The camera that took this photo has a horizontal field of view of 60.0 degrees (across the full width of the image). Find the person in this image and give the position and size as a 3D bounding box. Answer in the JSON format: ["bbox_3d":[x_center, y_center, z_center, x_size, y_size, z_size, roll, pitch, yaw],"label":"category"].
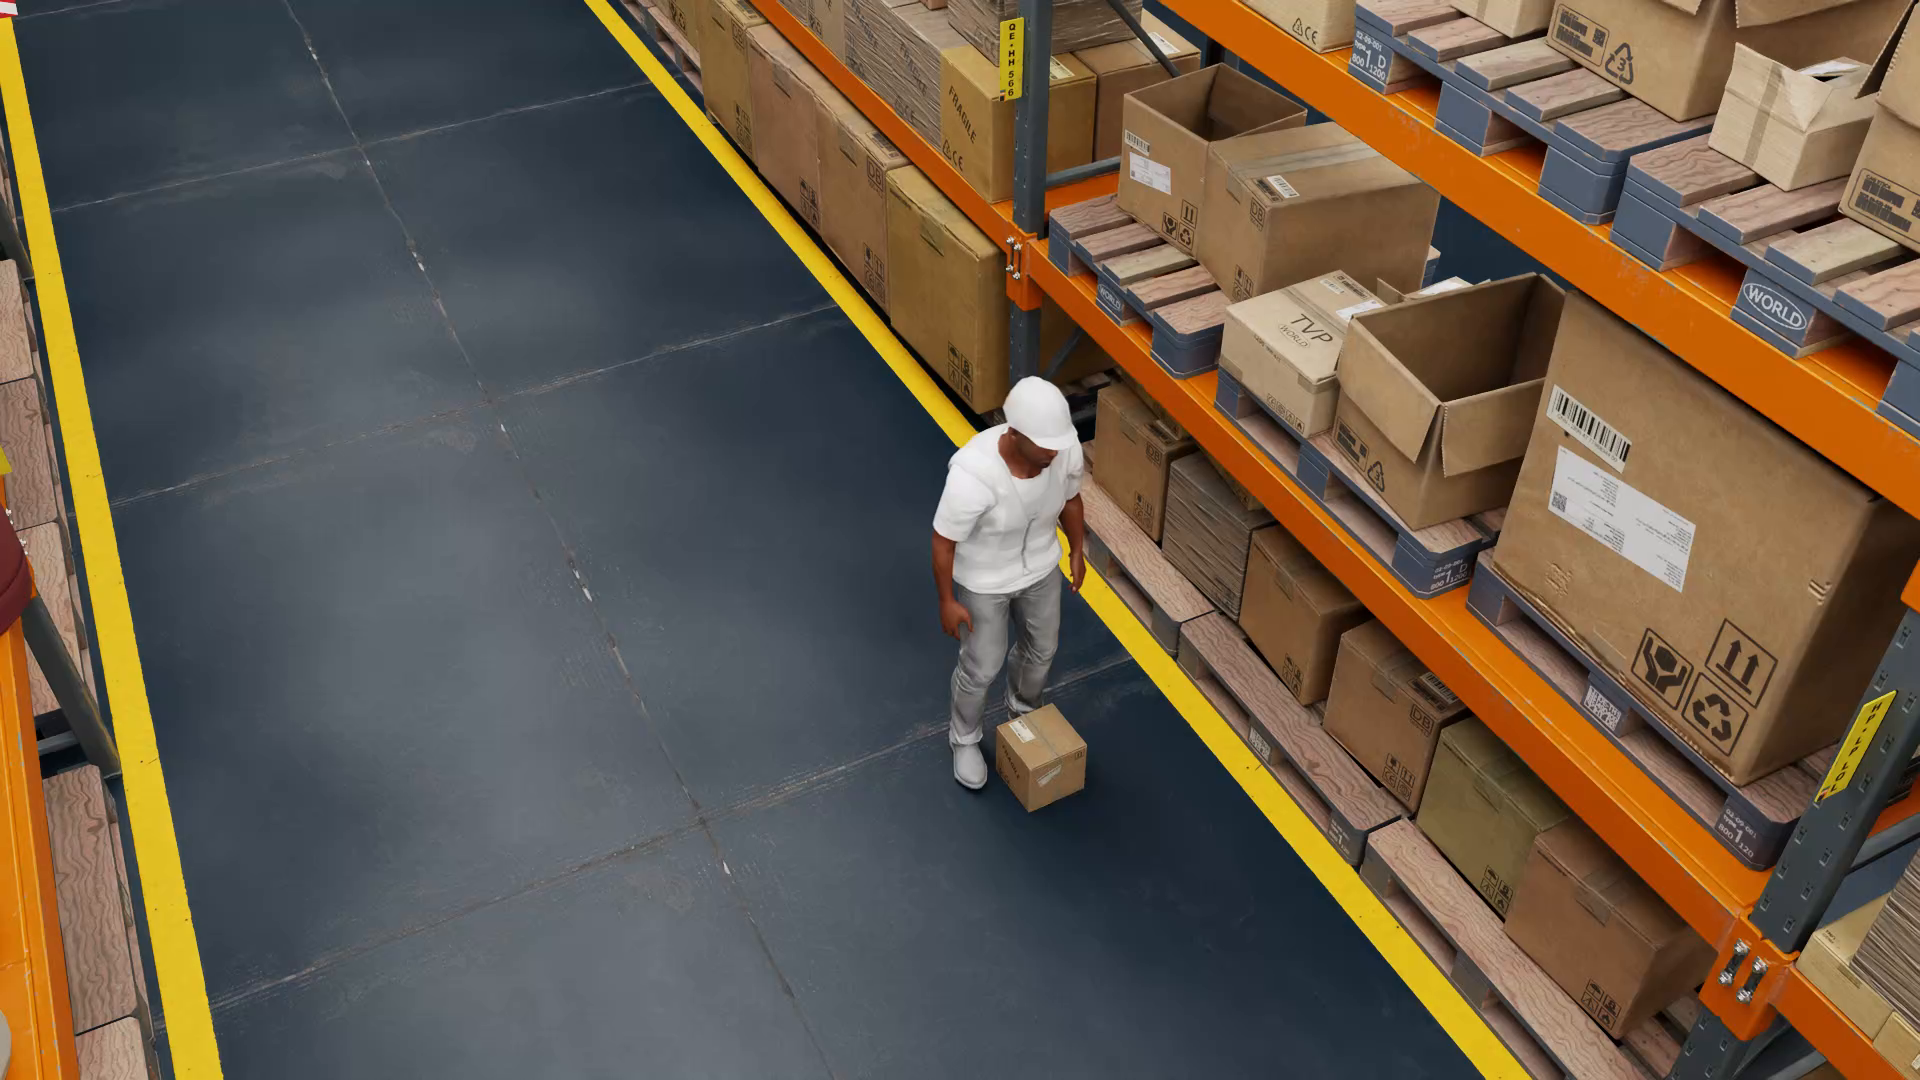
[{"bbox_3d":[0.194,0.131,5.995,0.629,1.759,0.467,-21,45,-23],"label":"person"}]
